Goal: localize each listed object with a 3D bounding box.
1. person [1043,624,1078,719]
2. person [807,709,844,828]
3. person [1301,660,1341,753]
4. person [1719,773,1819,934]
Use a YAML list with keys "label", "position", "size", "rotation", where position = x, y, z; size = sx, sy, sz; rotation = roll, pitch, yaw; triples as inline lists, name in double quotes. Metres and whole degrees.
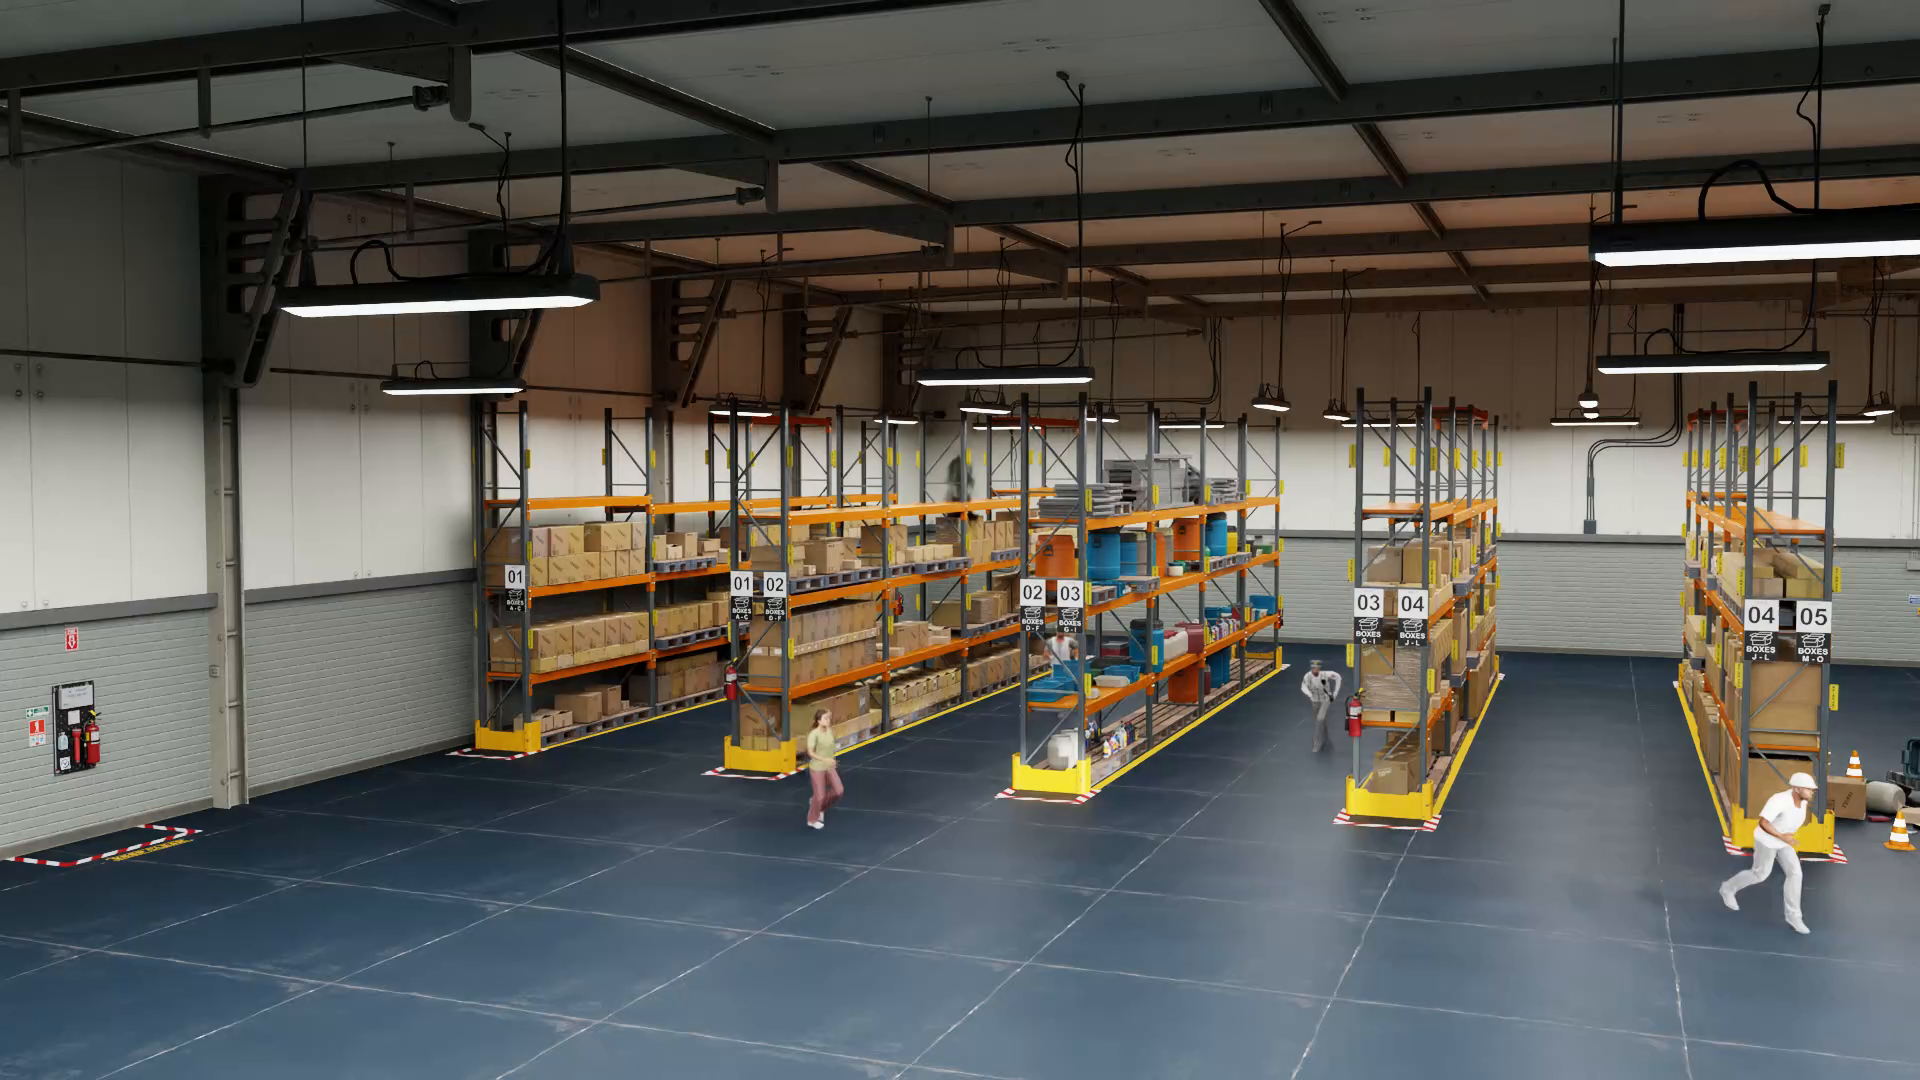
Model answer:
- label: "person"
  position: [1.966, 2.532, 32.423]
  size: [0.680, 1.839, 0.842]
  rotation: [1, 3, 13]
- label: "person"
  position: [-1.835, 3.097, 22.456]
  size: [0.621, 1.615, 0.560]
  rotation: [2, 4, 39]
- label: "person"
  position: [6.250, 2.844, 28.681]
  size: [0.655, 1.624, 0.953]
  rotation: [1, 3, 27]
- label: "person"
  position: [8.717, 3.305, 17.936]
  size: [0.743, 1.714, 1.056]
  rotation: [-2, 3, -37]
